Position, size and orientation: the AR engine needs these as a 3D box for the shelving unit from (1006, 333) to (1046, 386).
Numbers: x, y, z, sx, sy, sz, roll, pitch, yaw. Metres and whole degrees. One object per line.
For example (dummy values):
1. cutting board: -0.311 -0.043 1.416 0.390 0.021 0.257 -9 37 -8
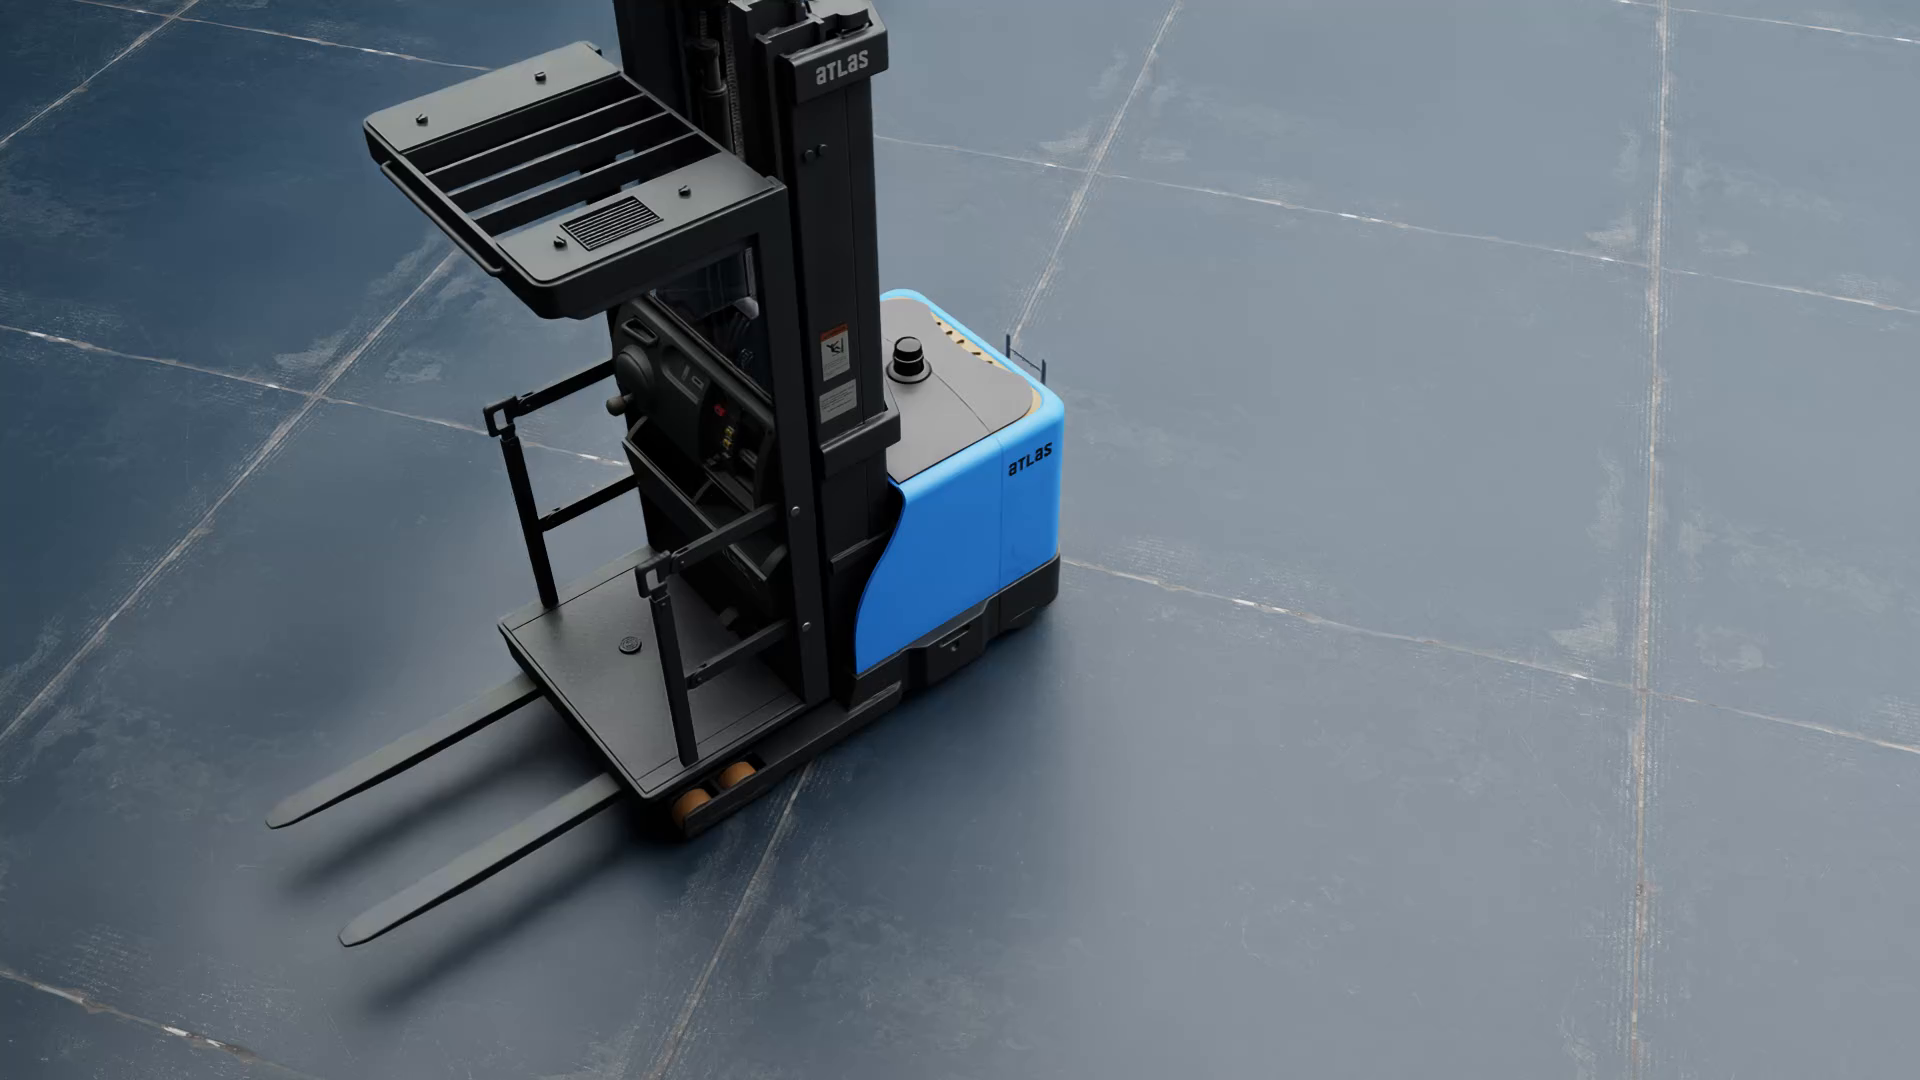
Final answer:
1. shelving unit: 0.186 -0.405 6.919 0.208 0.900 0.258 -30 52 -27

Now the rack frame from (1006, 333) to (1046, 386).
1. rack frame: 0.264 -0.449 6.964 0.006 0.900 0.240 -30 52 -27
